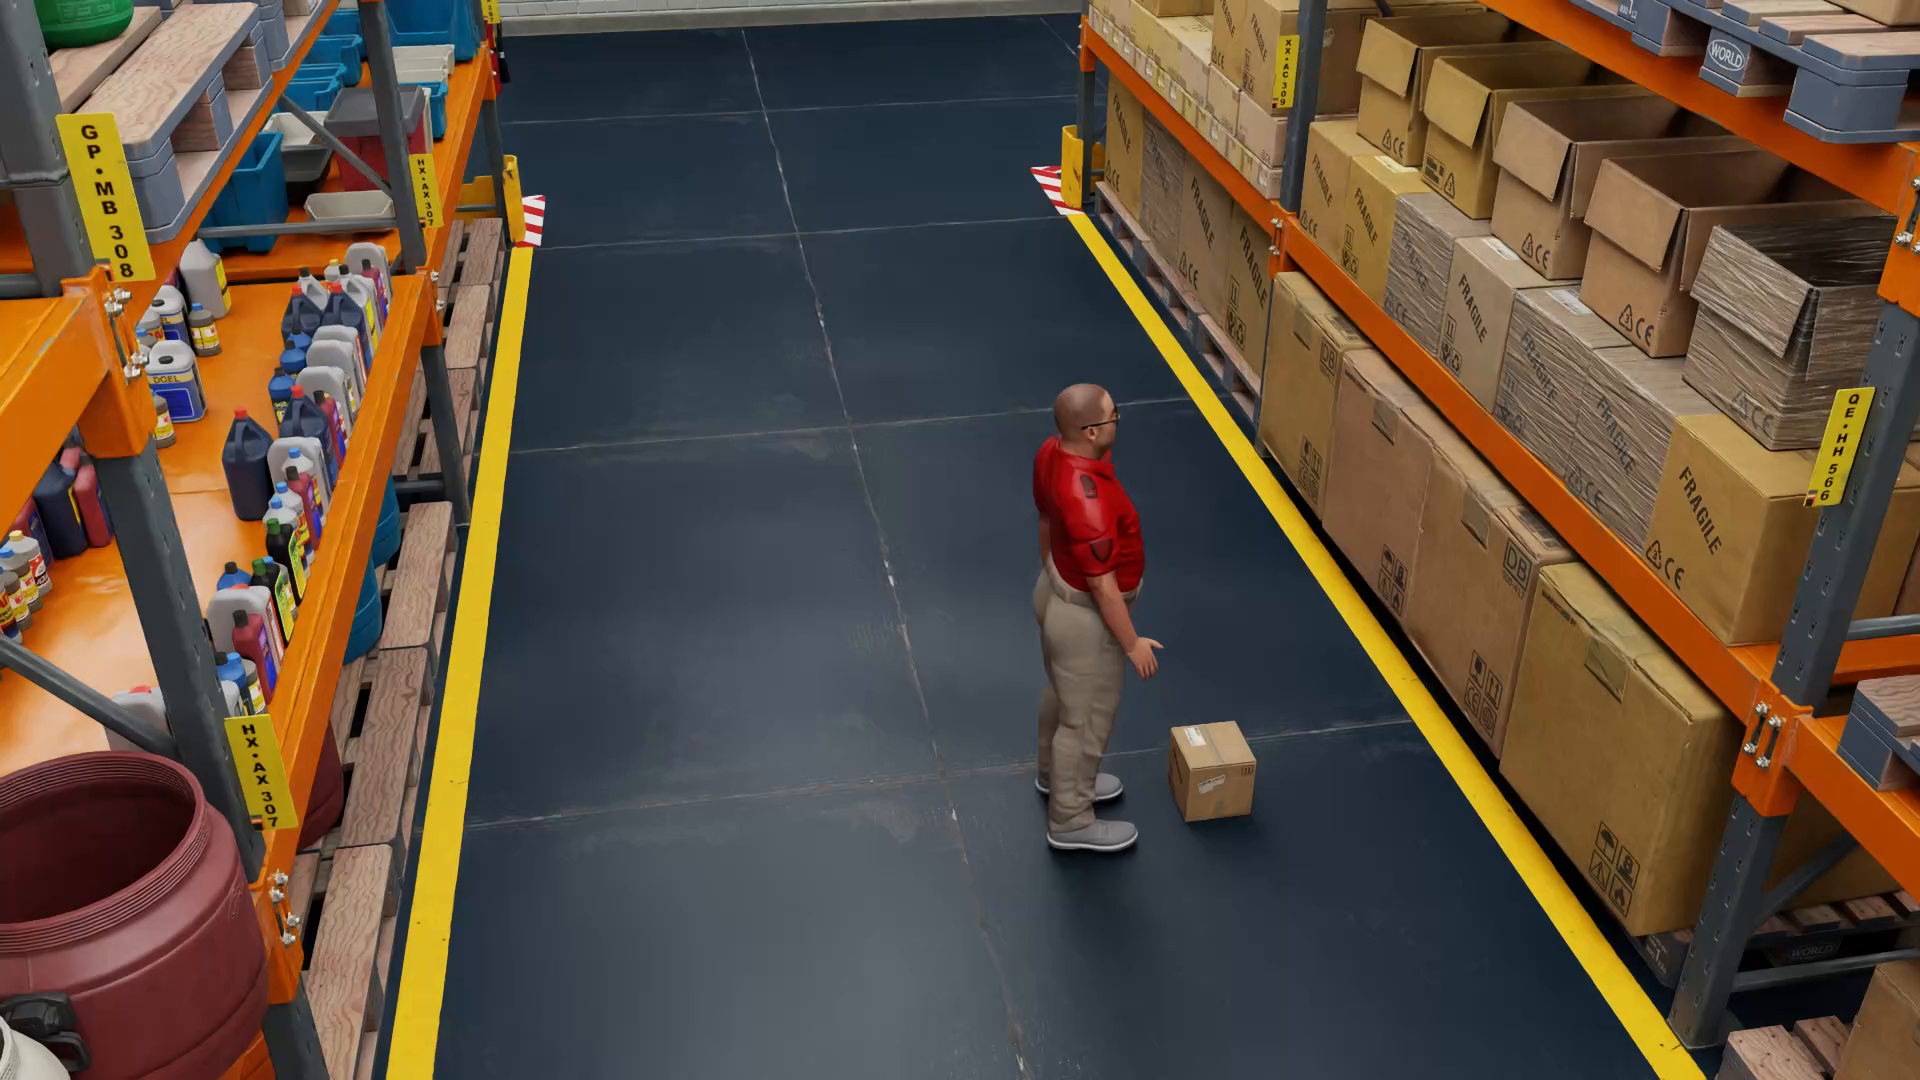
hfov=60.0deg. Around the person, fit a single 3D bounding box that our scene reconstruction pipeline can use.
[{"bbox_3d":[0.460,0.254,5.694,0.377,1.733,0.567,-5,31,-9],"label":"person"}]
